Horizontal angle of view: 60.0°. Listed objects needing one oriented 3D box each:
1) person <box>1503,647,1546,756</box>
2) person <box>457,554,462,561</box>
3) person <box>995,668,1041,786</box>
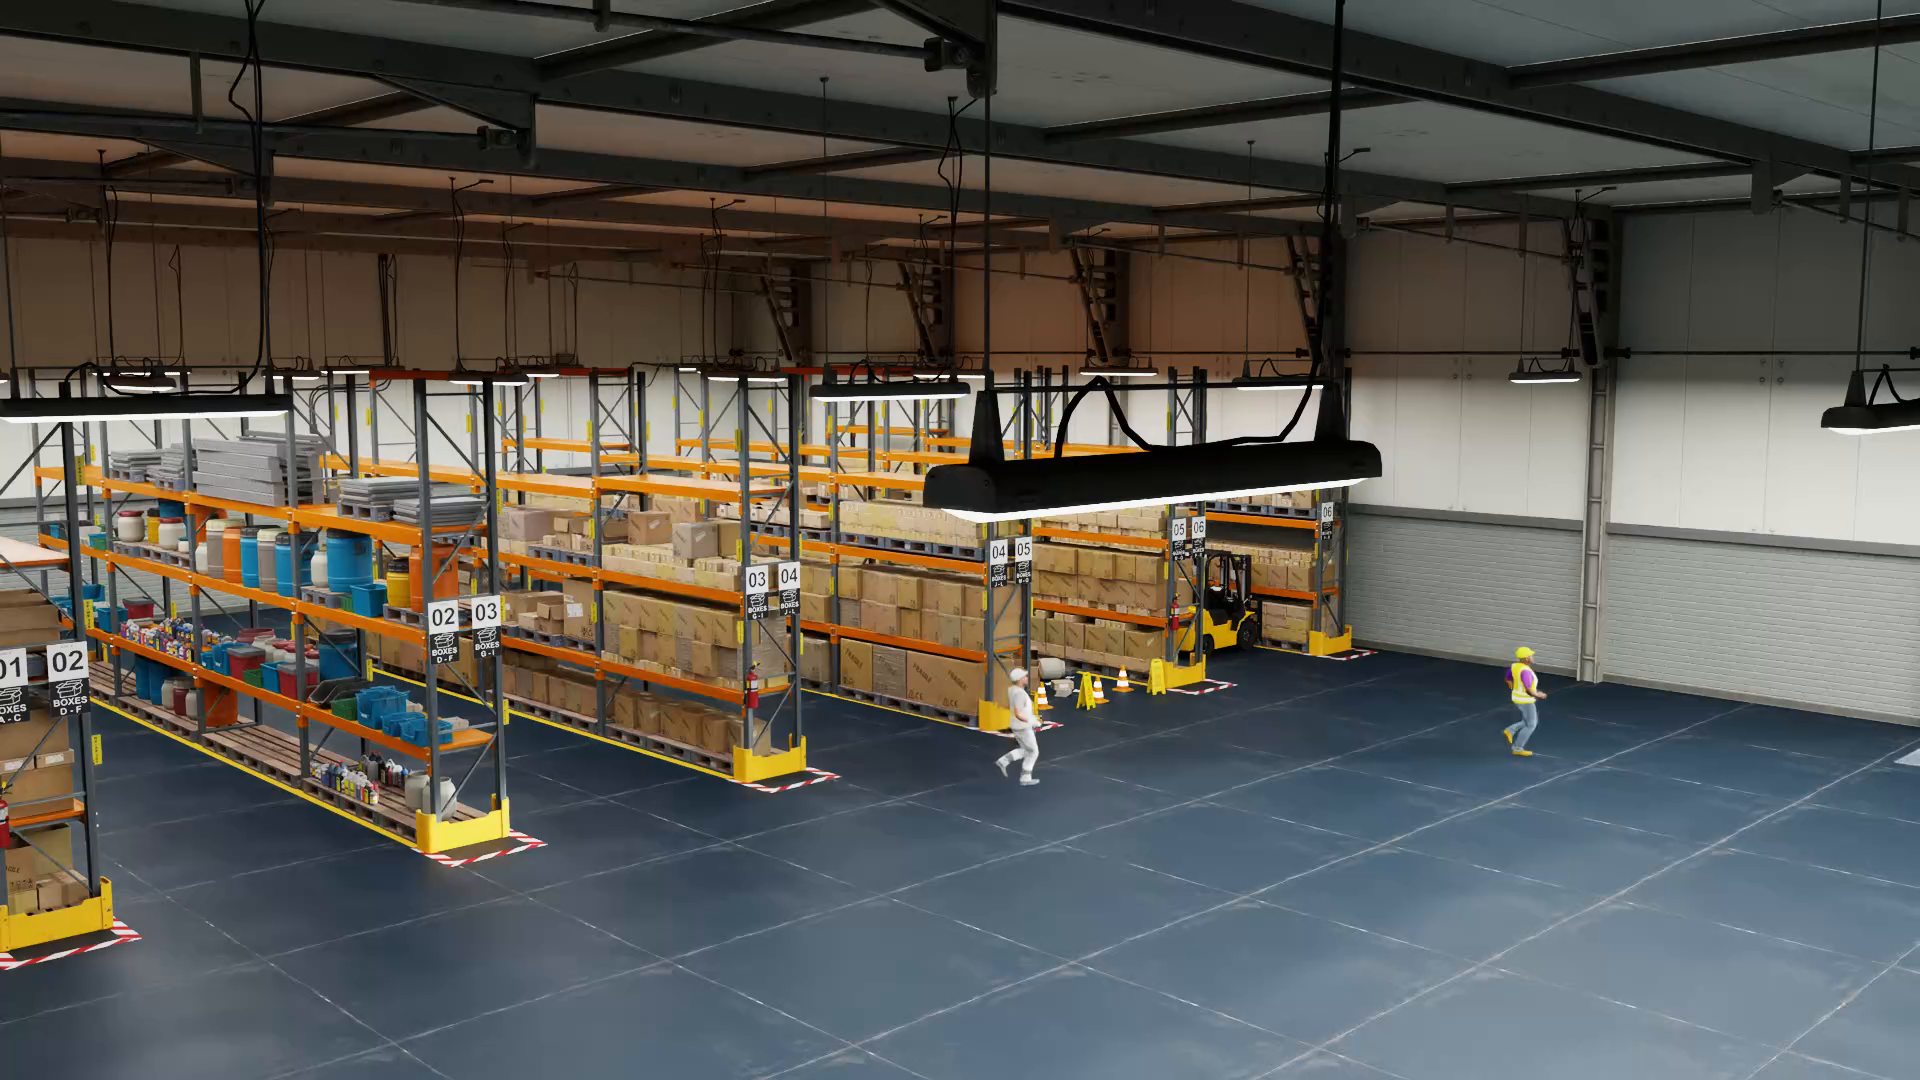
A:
[{"bbox_3d":[8.882,2.532,26.143,0.582,1.723,0.700,0,6,-1],"label":"person"},{"bbox_3d":[-12.021,1.101,38.954,0.814,1.728,0.886,3,7,22],"label":"person"},{"bbox_3d":[0.858,2.731,24.277,0.631,1.739,0.657,-1,7,-10],"label":"person"}]
